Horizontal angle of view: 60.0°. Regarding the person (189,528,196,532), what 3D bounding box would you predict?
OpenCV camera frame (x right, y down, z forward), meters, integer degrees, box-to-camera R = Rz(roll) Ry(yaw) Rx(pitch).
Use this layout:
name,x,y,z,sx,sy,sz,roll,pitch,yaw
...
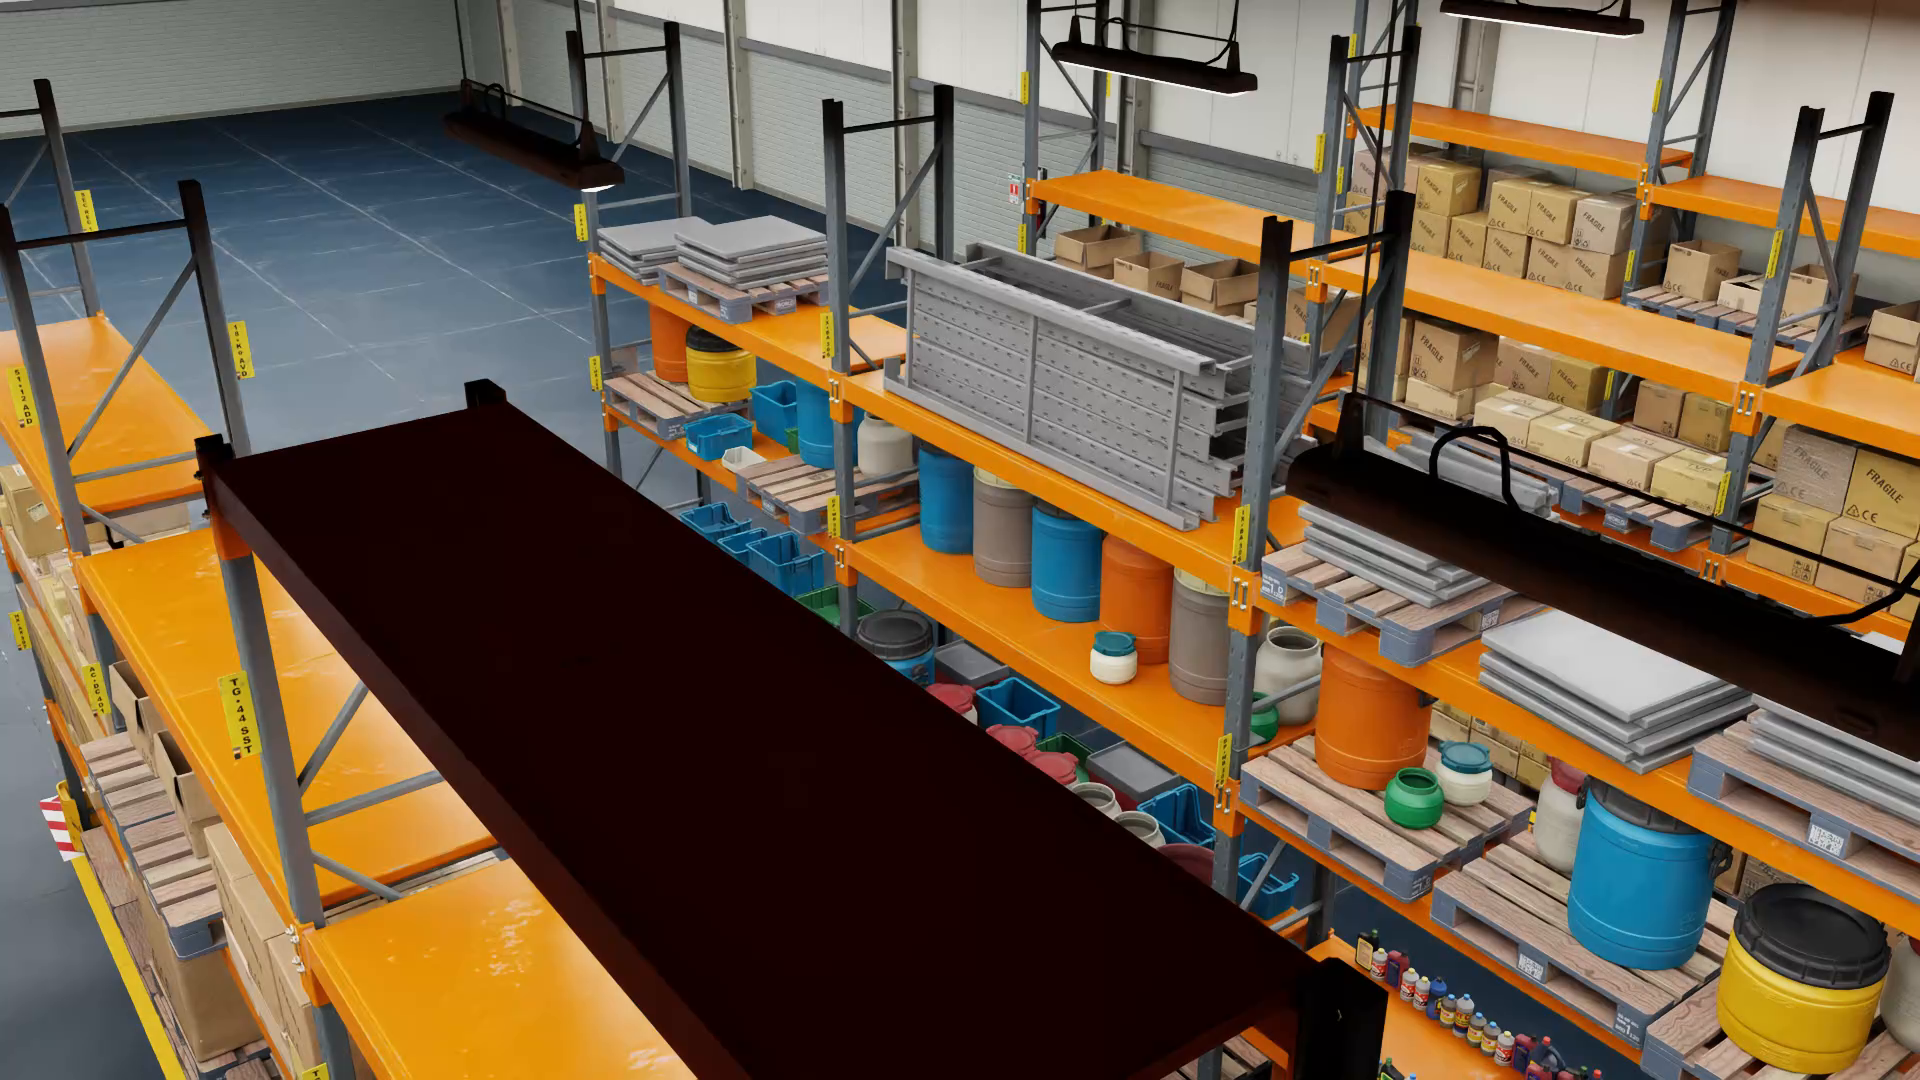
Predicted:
name,x,y,z,sx,sy,sz,roll,pitch,yaw
person,-7.154,0.682,15.561,0.471,1.681,0.505,10,26,20
